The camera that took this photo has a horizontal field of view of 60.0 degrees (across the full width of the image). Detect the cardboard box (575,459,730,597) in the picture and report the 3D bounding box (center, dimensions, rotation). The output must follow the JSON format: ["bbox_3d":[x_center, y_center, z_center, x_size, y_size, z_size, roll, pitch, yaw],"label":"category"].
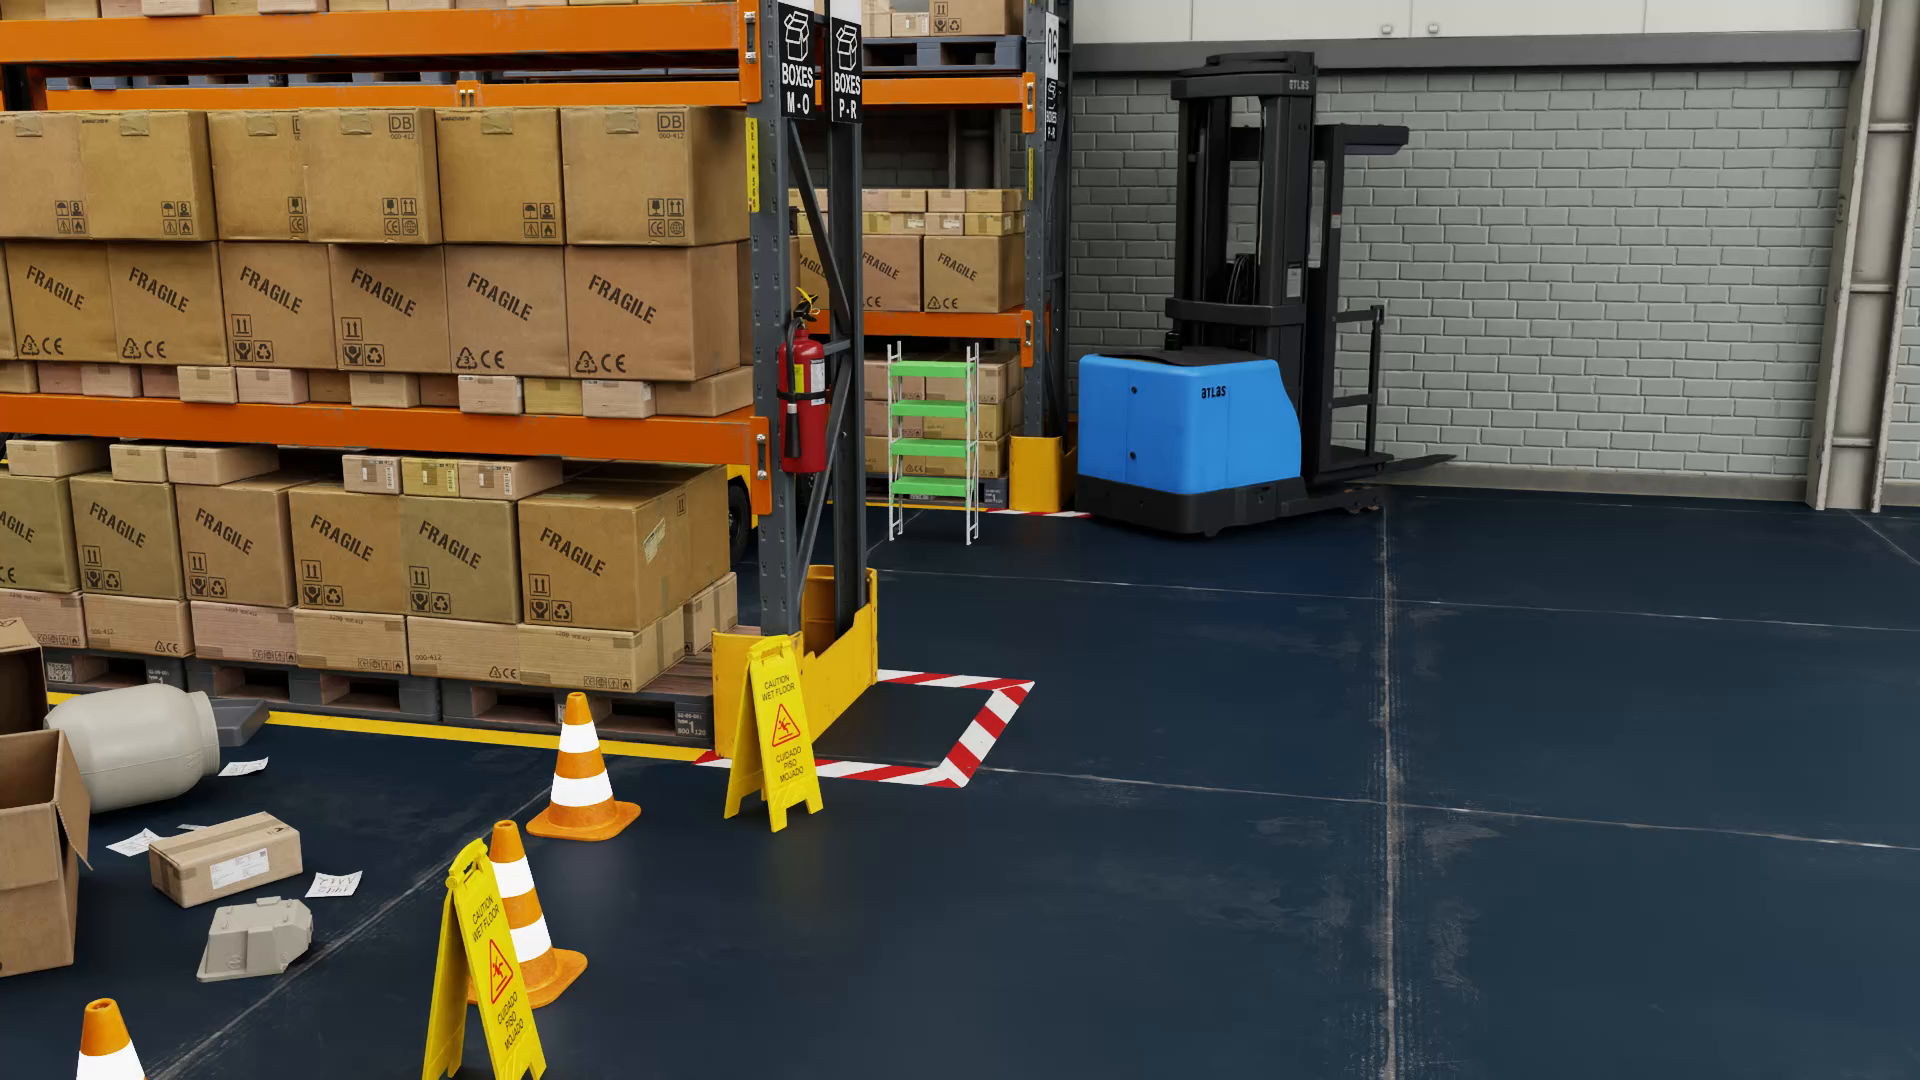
[{"bbox_3d":[-1.327,-0.062,7.235,0.500,0.500,0.500,3,13,12],"label":"cardboard box"}]

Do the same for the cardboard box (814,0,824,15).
[{"bbox_3d":[-0.859,-3.589,11.128,0.500,0.500,0.700,3,13,14],"label":"cardboard box"}]

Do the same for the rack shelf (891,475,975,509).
[{"bbox_3d":[-0.161,-0.298,10.208,0.480,0.148,0.258,3,13,14],"label":"rack shelf"}]

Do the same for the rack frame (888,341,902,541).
[{"bbox_3d":[-0.398,-0.607,10.200,0.015,1.200,0.240,3,13,14],"label":"rack frame"}]

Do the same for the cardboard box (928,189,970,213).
[{"bbox_3d":[-0.046,-2.267,11.112,0.250,0.149,0.380,3,13,14],"label":"cardboard box"}]

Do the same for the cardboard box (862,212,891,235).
[{"bbox_3d":[-0.535,-2.149,11.267,0.250,0.149,0.380,3,13,13],"label":"cardboard box"}]

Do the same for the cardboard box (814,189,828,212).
[{"bbox_3d":[-0.810,-2.294,11.232,0.250,0.149,0.380,3,13,15],"label":"cardboard box"}]

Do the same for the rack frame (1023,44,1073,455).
[{"bbox_3d":[0.599,-1.776,11.313,0.127,3.000,1.000,3,13,14],"label":"rack frame"}]

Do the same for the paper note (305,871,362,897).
[{"bbox_3d":[-1.981,1.087,5.264,0.142,0.019,0.148,-1,13,-6],"label":"paper note"}]

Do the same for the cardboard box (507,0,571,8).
[{"bbox_3d":[-1.499,-2.060,6.250,0.250,0.149,0.380,3,13,15],"label":"cardboard box"}]

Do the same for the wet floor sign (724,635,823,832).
[{"bbox_3d":[-0.658,0.652,5.804,0.232,0.644,0.267,8,15,33],"label":"wet floor sign"}]

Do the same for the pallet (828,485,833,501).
[{"bbox_3d":[-1.334,-0.509,12.042,1.213,0.211,1.003,3,13,14],"label":"pallet"}]

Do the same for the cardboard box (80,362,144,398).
[{"bbox_3d":[-3.486,-0.703,7.059,0.250,0.149,0.380,3,13,15],"label":"cardboard box"}]

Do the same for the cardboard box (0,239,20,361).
[{"bbox_3d":[-4.110,-1.052,7.133,0.500,0.500,0.500,3,13,13],"label":"cardboard box"}]

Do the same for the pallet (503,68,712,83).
[{"bbox_3d":[-2.450,-3.366,11.759,1.213,0.211,1.003,3,13,14],"label":"pallet"}]

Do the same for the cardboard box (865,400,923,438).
[{"bbox_3d":[-0.433,-0.871,11.457,0.500,0.250,0.500,3,13,13],"label":"cardboard box"}]

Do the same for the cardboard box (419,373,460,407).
[{"bbox_3d":[-1.989,-0.641,6.779,0.250,0.149,0.380,3,13,14],"label":"cardboard box"}]

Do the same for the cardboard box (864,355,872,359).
[{"bbox_3d":[-0.912,-1.134,11.492,0.500,0.250,0.500,3,13,14],"label":"cardboard box"}]

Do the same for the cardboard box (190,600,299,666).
[{"bbox_3d":[-2.925,0.337,7.166,0.500,0.250,0.500,3,13,13],"label":"cardboard box"}]

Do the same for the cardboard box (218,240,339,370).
[{"bbox_3d":[-2.637,-0.980,6.809,0.500,0.500,0.500,3,13,14],"label":"cardboard box"}]

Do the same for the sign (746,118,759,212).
[{"bbox_3d":[-0.739,-1.336,5.927,0.005,0.325,0.100,3,13,14],"label":"sign"}]

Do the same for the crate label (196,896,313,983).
[{"bbox_3d":[-2.027,1.138,4.789,0.298,0.136,0.250,-4,13,-16],"label":"crate label"}]

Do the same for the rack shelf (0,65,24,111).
[{"bbox_3d":[-6.412,-2.157,7.764,4.000,0.370,1.077,3,13,14],"label":"rack shelf"}]

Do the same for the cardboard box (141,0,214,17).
[{"bbox_3d":[-2.995,-2.128,6.556,0.250,0.149,0.380,3,13,12],"label":"cardboard box"}]

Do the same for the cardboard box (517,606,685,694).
[{"bbox_3d":[-1.459,0.419,6.800,0.500,0.250,0.500,3,13,13],"label":"cardboard box"}]

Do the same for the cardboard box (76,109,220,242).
[{"bbox_3d":[-3.123,-1.490,6.800,0.500,0.500,0.700,3,13,12],"label":"cardboard box"}]

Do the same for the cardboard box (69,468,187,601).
[{"bbox_3d":[-3.439,-0.056,7.207,0.500,0.500,0.500,4,13,16],"label":"cardboard box"}]

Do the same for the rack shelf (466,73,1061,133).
[{"bbox_3d":[-1.342,-2.993,11.534,4.000,0.370,1.077,3,13,14],"label":"rack shelf"}]

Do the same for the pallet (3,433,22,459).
[{"bbox_3d":[-7.884,-0.877,13.697,1.213,0.211,1.003,3,13,14],"label":"pallet"}]

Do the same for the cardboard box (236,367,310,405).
[{"bbox_3d":[-2.750,-0.658,6.852,0.250,0.149,0.380,3,13,13],"label":"cardboard box"}]

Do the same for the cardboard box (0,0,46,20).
[{"bbox_3d":[-3.718,-2.199,6.873,0.250,0.149,0.380,3,13,14],"label":"cardboard box"}]

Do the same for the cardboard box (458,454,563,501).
[{"bbox_3d":[-1.799,-0.269,6.671,0.250,0.149,0.380,3,13,15],"label":"cardboard box"}]

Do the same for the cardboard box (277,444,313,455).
[{"bbox_3d":[-3.337,-0.168,7.713,0.500,0.500,0.500,3,13,15],"label":"cardboard box"}]

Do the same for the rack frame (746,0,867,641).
[{"bbox_3d":[-0.586,-0.732,6.608,0.127,3.000,1.000,3,13,14],"label":"rack frame"}]

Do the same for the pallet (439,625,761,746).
[{"bbox_3d":[-1.440,0.576,7.151,1.213,0.211,1.003,3,13,14],"label":"pallet"}]

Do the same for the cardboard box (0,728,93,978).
[{"bbox_3d":[-2.898,0.928,4.890,0.637,0.503,0.797,-6,14,-25],"label":"cardboard box"}]

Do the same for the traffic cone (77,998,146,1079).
[{"bbox_3d":[-1.850,1.226,3.637,0.334,0.463,0.336,3,13,14],"label":"traffic cone"}]

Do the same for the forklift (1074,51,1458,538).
[{"bbox_3d":[2.212,-1.682,11.046,3.031,2.935,1.130,-10,16,-37],"label":"forklift"}]

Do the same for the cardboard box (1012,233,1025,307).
[{"bbox_3d":[0.185,-1.909,11.682,0.500,0.500,0.500,3,13,15],"label":"cardboard box"}]

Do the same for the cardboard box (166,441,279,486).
[{"bbox_3d":[-3.093,-0.339,6.986,0.250,0.149,0.380,4,13,17],"label":"cardboard box"}]

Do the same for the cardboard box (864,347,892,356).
[{"bbox_3d":[-0.791,-1.245,11.990,0.500,0.250,0.500,3,13,13],"label":"cardboard box"}]

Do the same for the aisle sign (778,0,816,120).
[{"bbox_3d":[-0.596,-1.937,6.037,0.004,0.787,0.394,3,13,14],"label":"aisle sign"}]

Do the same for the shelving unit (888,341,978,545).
[{"bbox_3d":[-0.161,-0.594,10.142,0.503,1.200,0.258,3,13,14],"label":"shelving unit"}]

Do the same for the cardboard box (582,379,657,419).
[{"bbox_3d":[-1.273,-0.574,6.474,0.250,0.149,0.380,3,13,13],"label":"cardboard box"}]

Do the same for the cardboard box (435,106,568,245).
[{"bbox_3d":[-1.624,-1.423,6.495,0.500,0.500,0.700,3,13,14],"label":"cardboard box"}]

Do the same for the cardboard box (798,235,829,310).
[{"bbox_3d":[-0.941,-1.851,11.419,0.500,0.500,0.500,3,13,12],"label":"cardboard box"}]

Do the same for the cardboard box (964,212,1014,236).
[{"bbox_3d":[0.196,-2.101,11.048,0.250,0.149,0.380,3,13,14],"label":"cardboard box"}]

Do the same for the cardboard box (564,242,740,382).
[{"bbox_3d":[-1.179,-0.896,6.431,0.500,0.500,0.500,3,13,13],"label":"cardboard box"}]

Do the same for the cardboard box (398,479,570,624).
[{"bbox_3d":[-1.934,0.026,6.838,0.500,0.500,0.500,4,13,16],"label":"cardboard box"}]

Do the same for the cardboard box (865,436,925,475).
[{"bbox_3d":[-0.413,-0.624,11.502,0.500,0.250,0.500,3,13,14],"label":"cardboard box"}]

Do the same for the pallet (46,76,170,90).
[{"bbox_3d":[-6.487,-3.547,12.806,1.003,0.211,1.213,4,13,16],"label":"pallet"}]

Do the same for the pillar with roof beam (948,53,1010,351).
[{"bbox_3d":[-0.892,-4.025,7.600,0.400,9.000,9.100,3,13,14],"label":"pillar with roof beam"}]

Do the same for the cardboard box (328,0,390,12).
[{"bbox_3d":[-2.236,-2.106,6.455,0.250,0.149,0.380,3,13,12],"label":"cardboard box"}]

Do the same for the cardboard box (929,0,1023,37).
[{"bbox_3d":[0.111,-3.515,10.794,0.500,0.500,0.500,3,13,15],"label":"cardboard box"}]
